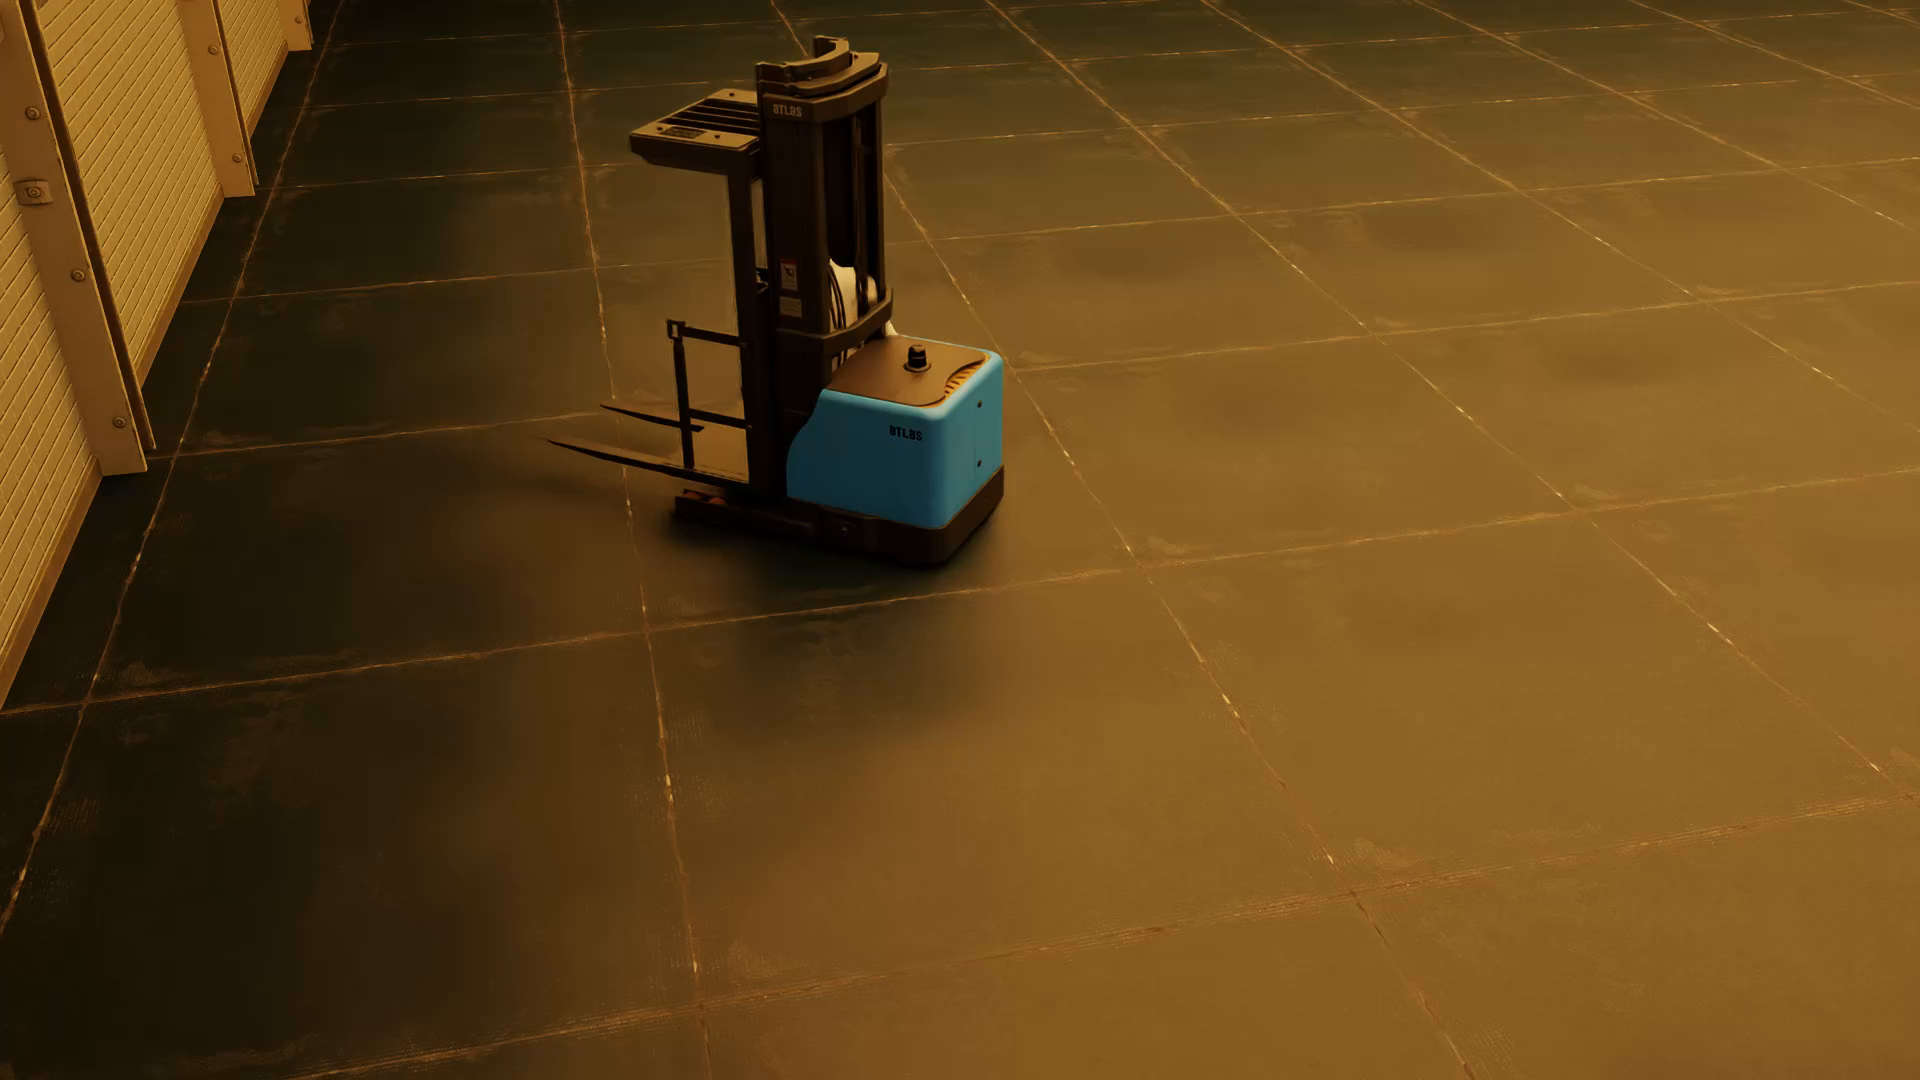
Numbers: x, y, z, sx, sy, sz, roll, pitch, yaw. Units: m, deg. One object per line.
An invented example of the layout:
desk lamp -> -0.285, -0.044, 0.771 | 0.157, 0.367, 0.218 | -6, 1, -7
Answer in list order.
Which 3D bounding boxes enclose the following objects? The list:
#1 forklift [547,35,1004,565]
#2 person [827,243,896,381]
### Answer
forklift -> -1.278, -1.597, 10.333 | 3.031, 2.935, 1.130 | 13, 32, 21
person -> -0.867, -1.262, 10.785 | 0.887, 1.643, 1.065 | -9, 31, -16
